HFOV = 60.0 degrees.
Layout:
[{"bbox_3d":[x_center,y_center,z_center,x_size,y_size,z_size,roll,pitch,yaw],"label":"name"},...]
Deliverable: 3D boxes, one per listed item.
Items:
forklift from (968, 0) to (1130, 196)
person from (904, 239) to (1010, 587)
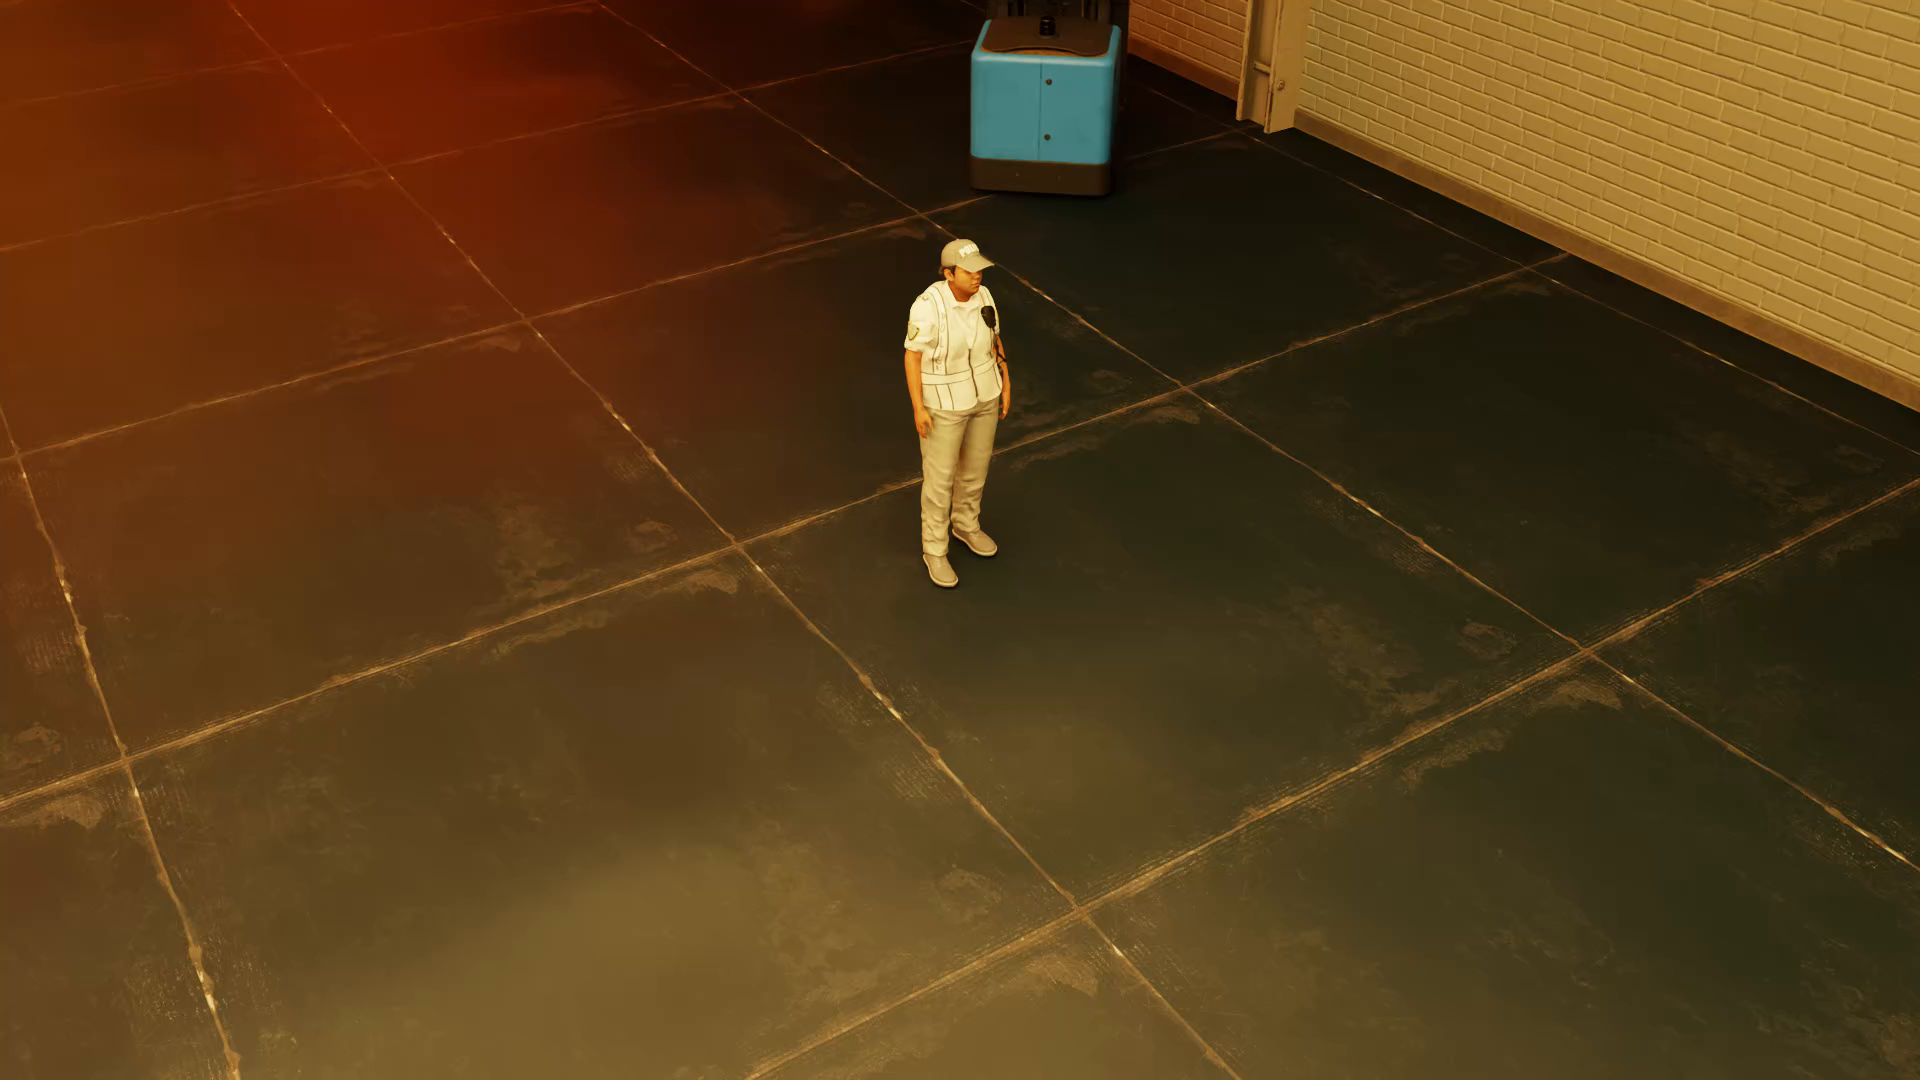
[{"bbox_3d":[0.781,-4.548,12.620,1.130,2.935,3.031,5,35,7],"label":"forklift"},{"bbox_3d":[0.022,-0.643,8.151,0.598,1.670,0.529,-21,40,-27],"label":"person"}]
